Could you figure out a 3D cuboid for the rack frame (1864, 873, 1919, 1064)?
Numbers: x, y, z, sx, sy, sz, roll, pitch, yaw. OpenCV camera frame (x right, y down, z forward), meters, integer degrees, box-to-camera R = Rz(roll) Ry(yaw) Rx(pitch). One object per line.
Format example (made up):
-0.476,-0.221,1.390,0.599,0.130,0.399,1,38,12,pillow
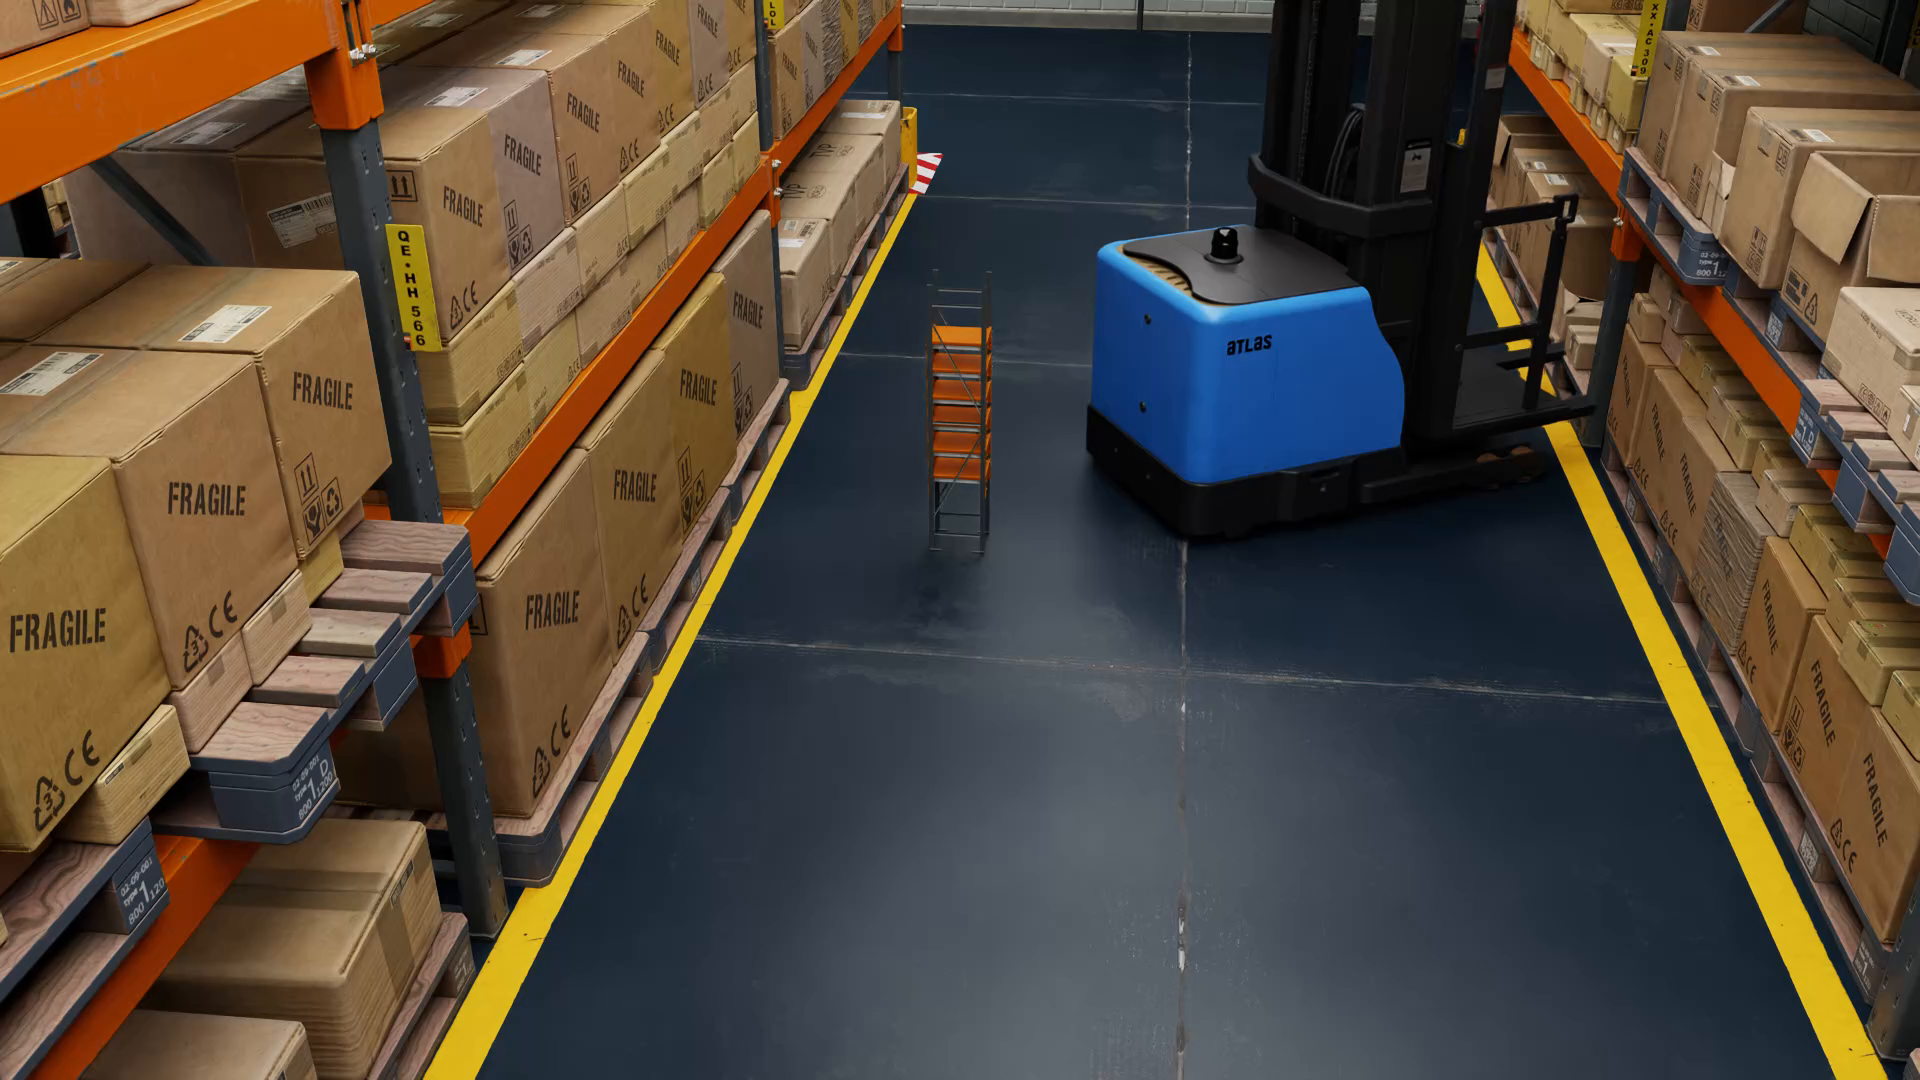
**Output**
3.039,0.117,3.871,1.000,3.000,0.127,3,28,6,rack frame

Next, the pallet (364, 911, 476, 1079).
-1.985,1.425,4.382,1.003,0.211,1.213,3,28,6,pallet

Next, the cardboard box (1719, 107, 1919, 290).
3.088,-1.167,5.706,0.700,0.500,0.500,3,28,6,cardboard box

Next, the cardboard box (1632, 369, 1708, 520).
3.191,-0.385,6.995,0.500,0.500,0.500,3,28,6,cardboard box

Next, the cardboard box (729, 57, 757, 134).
-1.211,-1.985,7.404,0.500,0.250,0.500,3,28,6,cardboard box

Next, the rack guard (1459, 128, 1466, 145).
4.010,-2.513,11.387,1.175,0.500,0.348,3,28,6,rack guard

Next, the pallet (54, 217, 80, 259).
-6.129,-1.960,10.665,1.003,0.211,1.213,3,28,6,pallet

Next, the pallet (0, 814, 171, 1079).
-2.090,0.848,2.715,1.003,0.211,1.213,3,28,6,pallet

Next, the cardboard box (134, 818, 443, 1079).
-1.967,1.067,4.434,0.950,0.372,0.625,1,28,3,cardboard box

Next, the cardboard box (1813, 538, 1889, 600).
3.004,0.126,5.362,0.380,0.149,0.250,4,29,8,cardboard box

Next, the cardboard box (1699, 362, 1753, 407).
3.223,-0.597,6.704,0.380,0.149,0.250,3,28,5,cardboard box

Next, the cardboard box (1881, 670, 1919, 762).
2.848,0.499,4.669,0.380,0.149,0.250,2,28,4,cardboard box

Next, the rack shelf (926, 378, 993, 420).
-0.002,-0.588,6.917,0.258,0.103,0.180,3,28,6,rack shelf

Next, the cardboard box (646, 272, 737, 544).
-1.498,-0.580,6.962,0.875,0.875,0.875,4,29,8,cardboard box

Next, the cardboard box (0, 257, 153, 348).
-2.173,-0.332,3.841,0.500,0.500,0.500,3,28,5,cardboard box

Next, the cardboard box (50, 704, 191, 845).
-1.701,0.424,3.123,0.380,0.149,0.250,4,29,7,cardboard box

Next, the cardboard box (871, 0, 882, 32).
-0.781,-3.502,10.483,0.500,0.500,0.500,3,28,5,cardboard box

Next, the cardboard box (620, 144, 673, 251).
-1.368,-1.264,6.064,0.500,0.250,0.500,4,29,7,cardboard box

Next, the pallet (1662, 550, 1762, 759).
3.320,0.422,6.244,1.003,0.211,1.213,3,28,6,pallet

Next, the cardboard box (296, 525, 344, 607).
-1.656,0.054,3.809,0.380,0.149,0.250,4,29,7,cardboard box

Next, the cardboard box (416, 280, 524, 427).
-1.581,-0.548,4.736,0.500,0.250,0.500,3,28,6,cardboard box

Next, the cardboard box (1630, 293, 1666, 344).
3.221,-0.983,7.421,0.380,0.149,0.250,5,29,9,cardboard box

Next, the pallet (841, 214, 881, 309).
-1.080,-1.755,10.284,1.003,0.211,1.213,3,28,6,pallet

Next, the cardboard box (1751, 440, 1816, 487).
3.119,-0.236,6.034,0.380,0.149,0.250,3,29,6,cardboard box

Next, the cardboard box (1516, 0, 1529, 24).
3.634,-3.279,10.018,0.500,0.250,0.500,4,29,7,cardboard box

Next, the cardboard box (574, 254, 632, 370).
-1.463,-0.809,5.748,0.500,0.250,0.500,4,29,8,cardboard box

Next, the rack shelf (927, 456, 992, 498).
-0.002,-0.271,7.088,0.258,0.103,0.180,3,28,6,rack shelf

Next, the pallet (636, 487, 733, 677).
-1.565,0.118,6.808,1.003,0.211,1.213,3,28,6,pallet

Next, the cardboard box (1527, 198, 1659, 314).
3.579,-1.562,9.180,0.700,0.500,0.500,2,28,4,cardboard box

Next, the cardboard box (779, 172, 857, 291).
-1.105,-1.821,9.726,0.875,0.438,0.875,3,28,5,cardboard box

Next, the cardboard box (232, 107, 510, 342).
-1.585,-0.872,4.547,0.500,0.500,0.500,2,28,5,cardboard box

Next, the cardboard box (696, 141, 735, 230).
-1.266,-1.522,7.070,0.500,0.250,0.500,3,28,5,cardboard box

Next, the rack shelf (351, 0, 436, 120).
-1.643,-2.115,5.610,1.077,0.370,4.000,3,28,6,rack shelf

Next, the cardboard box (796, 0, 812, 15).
-1.031,-2.985,8.468,0.500,0.500,0.500,3,28,6,cardboard box

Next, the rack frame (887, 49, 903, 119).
-0.908,-3.936,11.393,1.000,3.000,0.127,3,28,6,rack frame

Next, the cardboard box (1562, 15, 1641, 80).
3.470,-2.556,8.676,0.500,0.250,0.500,3,28,6,cardboard box

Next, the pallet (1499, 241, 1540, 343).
3.761,-1.438,9.696,1.003,0.211,1.213,3,28,6,pallet

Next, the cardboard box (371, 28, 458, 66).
-1.962,-1.388,5.505,0.500,0.500,0.500,3,28,6,cardboard box

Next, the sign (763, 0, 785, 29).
-0.858,-2.501,7.592,0.100,0.325,0.005,3,28,6,sign

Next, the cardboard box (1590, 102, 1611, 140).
3.335,-2.068,8.191,0.380,0.149,0.250,4,29,8,cardboard box

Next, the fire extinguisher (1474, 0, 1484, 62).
3.578,-3.547,11.146,0.296,0.674,0.183,3,28,6,fire extinguisher

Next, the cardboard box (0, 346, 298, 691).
-1.720,-0.056,3.329,0.500,0.500,0.500,3,28,5,cardboard box

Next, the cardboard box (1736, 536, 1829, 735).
3.010,0.339,5.651,0.500,0.500,0.500,5,29,8,cardboard box

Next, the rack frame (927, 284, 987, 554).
-0.013,-0.478,6.873,0.240,1.200,0.006,3,28,6,rack frame

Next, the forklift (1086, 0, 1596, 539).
2.165,-1.740,7.389,3.031,2.935,1.130,-11,30,-20,forklift

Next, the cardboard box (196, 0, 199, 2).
-1.718,-1.220,3.454,0.380,0.149,0.250,3,28,6,cardboard box

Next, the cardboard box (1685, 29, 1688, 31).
3.977,-2.528,8.624,0.500,0.250,0.500,4,29,7,cardboard box

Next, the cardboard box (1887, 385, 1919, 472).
2.738,-0.289,4.446,0.380,0.149,0.250,4,29,7,cardboard box

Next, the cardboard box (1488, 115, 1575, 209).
3.850,-2.453,10.829,0.797,0.503,0.637,2,28,4,cardboard box

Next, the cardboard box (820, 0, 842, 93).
-0.948,-2.773,9.129,0.500,0.500,0.500,4,29,7,cardboard box

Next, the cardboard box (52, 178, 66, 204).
-5.783,-2.232,10.479,0.380,0.149,0.250,4,29,7,cardboard box

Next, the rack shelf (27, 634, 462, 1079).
-2.133,1.088,2.826,1.077,0.370,4.000,3,28,6,rack shelf

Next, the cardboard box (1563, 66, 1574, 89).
3.524,-2.546,9.078,0.380,0.149,0.250,3,28,6,cardboard box

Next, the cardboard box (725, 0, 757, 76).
-1.204,-2.312,7.220,0.500,0.500,0.500,4,29,8,cardboard box

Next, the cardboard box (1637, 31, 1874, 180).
3.247,-1.781,6.844,0.700,0.500,0.500,4,29,7,cardboard box

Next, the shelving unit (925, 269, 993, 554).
-0.002,-0.521,6.953,0.258,1.200,0.189,3,28,6,shelving unit

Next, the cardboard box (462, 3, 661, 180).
-1.390,-1.586,5.872,0.500,0.500,0.500,4,29,7,cardboard box

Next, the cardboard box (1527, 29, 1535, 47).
3.632,-3.036,9.988,0.380,0.149,0.250,4,29,8,cardboard box
